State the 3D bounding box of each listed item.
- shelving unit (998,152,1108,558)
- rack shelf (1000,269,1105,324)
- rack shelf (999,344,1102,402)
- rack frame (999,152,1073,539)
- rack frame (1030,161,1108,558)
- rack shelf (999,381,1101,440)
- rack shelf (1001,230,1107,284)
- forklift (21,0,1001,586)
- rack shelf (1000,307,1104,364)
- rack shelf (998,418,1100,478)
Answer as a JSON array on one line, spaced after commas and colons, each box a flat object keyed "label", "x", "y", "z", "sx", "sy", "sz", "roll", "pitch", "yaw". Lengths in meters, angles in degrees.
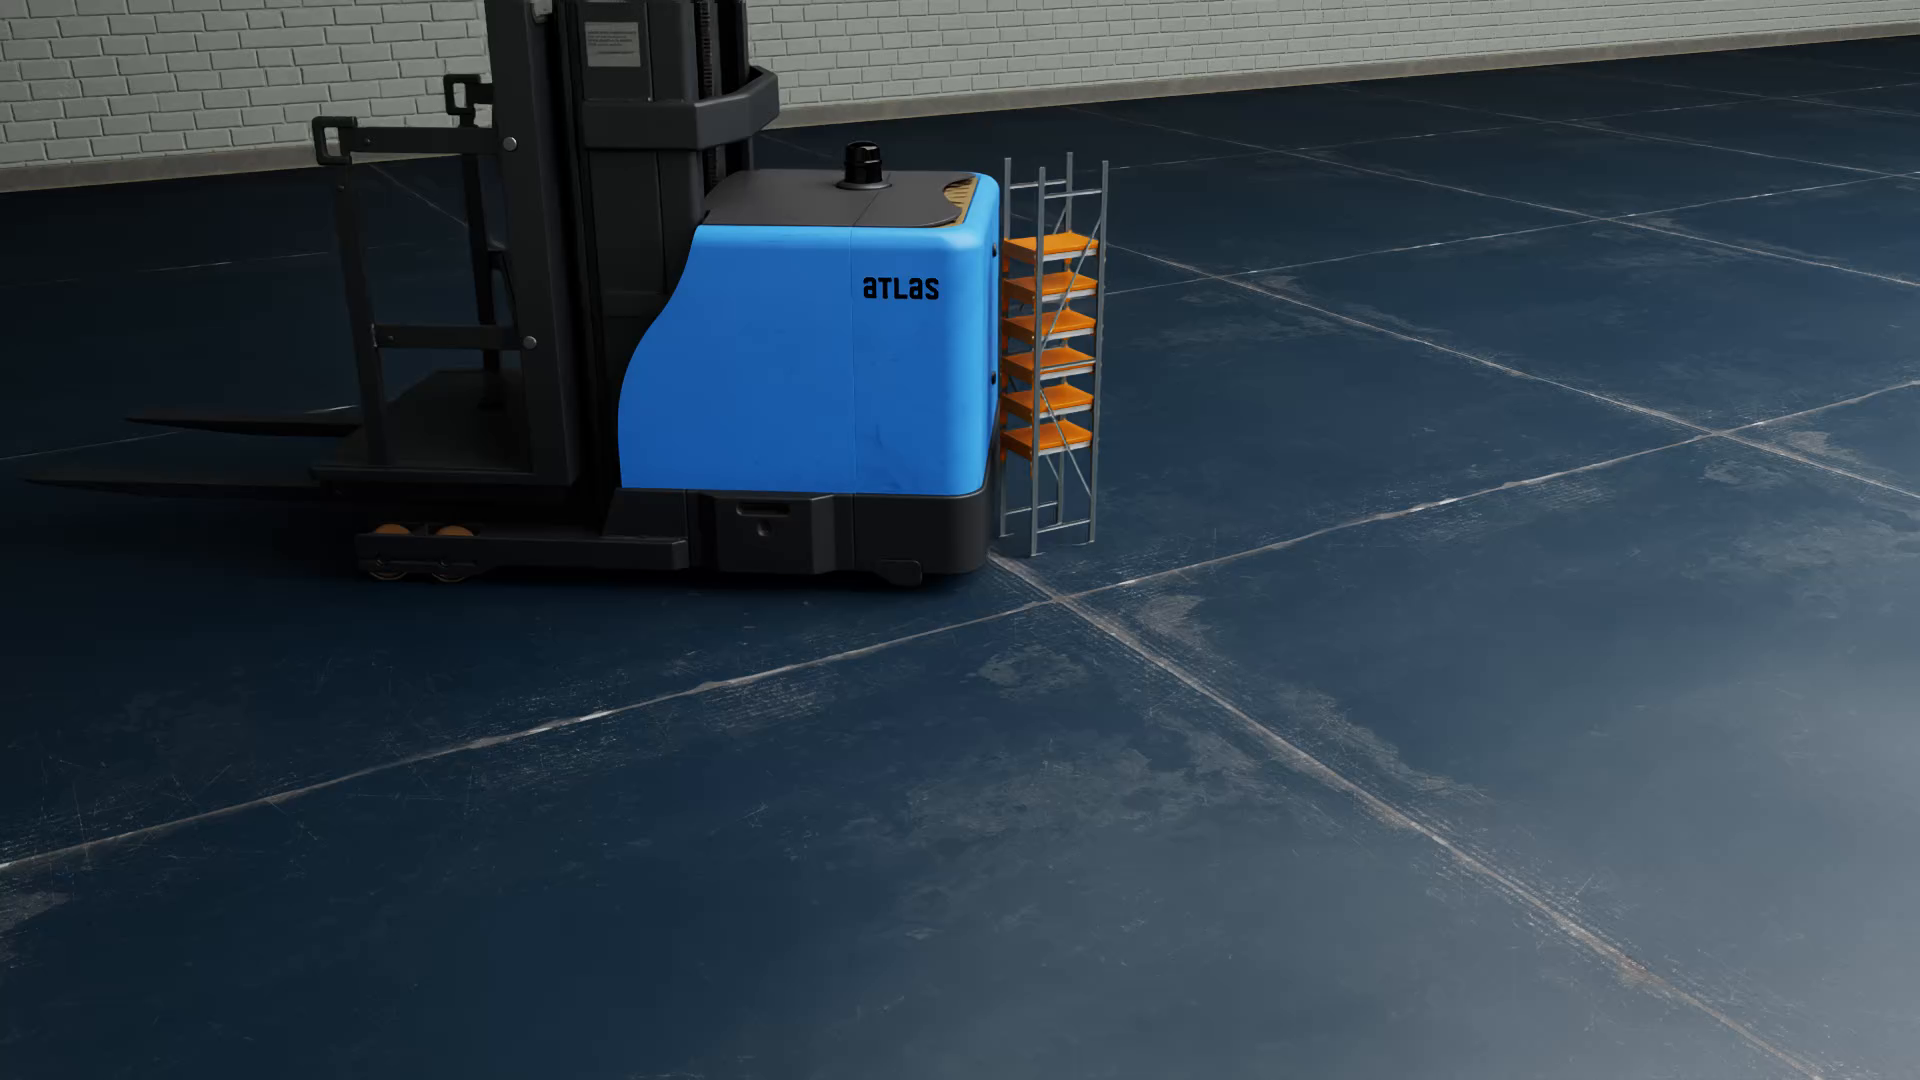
[{"label": "shelving unit", "x": 0.278, "y": -0.554, "z": 5.079, "sx": 0.258, "sy": 1.200, "sz": 0.189, "roll": -12, "pitch": 25, "yaw": -28}, {"label": "rack shelf", "x": 0.279, "y": -0.735, "z": 5.006, "sx": 0.258, "sy": 0.103, "sz": 0.180, "roll": -12, "pitch": 25, "yaw": -28}, {"label": "rack shelf", "x": 0.278, "y": -0.513, "z": 5.096, "sx": 0.258, "sy": 0.103, "sz": 0.180, "roll": -12, "pitch": 25, "yaw": -28}, {"label": "rack frame", "x": 0.231, "y": -0.583, "z": 5.152, "sx": 0.240, "sy": 1.200, "sz": 0.006, "roll": -12, "pitch": 25, "yaw": -28}, {"label": "rack frame", "x": 0.325, "y": -0.524, "z": 5.006, "sx": 0.240, "sy": 1.200, "sz": 0.006, "roll": -12, "pitch": 25, "yaw": -28}, {"label": "rack shelf", "x": 0.277, "y": -0.401, "z": 5.141, "sx": 0.258, "sy": 0.103, "sz": 0.180, "roll": -12, "pitch": 25, "yaw": -28}, {"label": "rack shelf", "x": 0.279, "y": -0.846, "z": 4.961, "sx": 0.258, "sy": 0.103, "sz": 0.180, "roll": -12, "pitch": 25, "yaw": -28}, {"label": "forklift", "x": -1.403, "y": -1.427, "z": 4.929, "sx": 3.031, "sy": 2.935, "sz": 1.130, "roll": 2, "pitch": 22, "yaw": 4}, {"label": "rack shelf", "x": 0.278, "y": -0.624, "z": 5.051, "sx": 0.258, "sy": 0.103, "sz": 0.180, "roll": -12, "pitch": 25, "yaw": -28}, {"label": "rack shelf", "x": 0.277, "y": -0.290, "z": 5.186, "sx": 0.258, "sy": 0.103, "sz": 0.180, "roll": -12, "pitch": 25, "yaw": -28}]
